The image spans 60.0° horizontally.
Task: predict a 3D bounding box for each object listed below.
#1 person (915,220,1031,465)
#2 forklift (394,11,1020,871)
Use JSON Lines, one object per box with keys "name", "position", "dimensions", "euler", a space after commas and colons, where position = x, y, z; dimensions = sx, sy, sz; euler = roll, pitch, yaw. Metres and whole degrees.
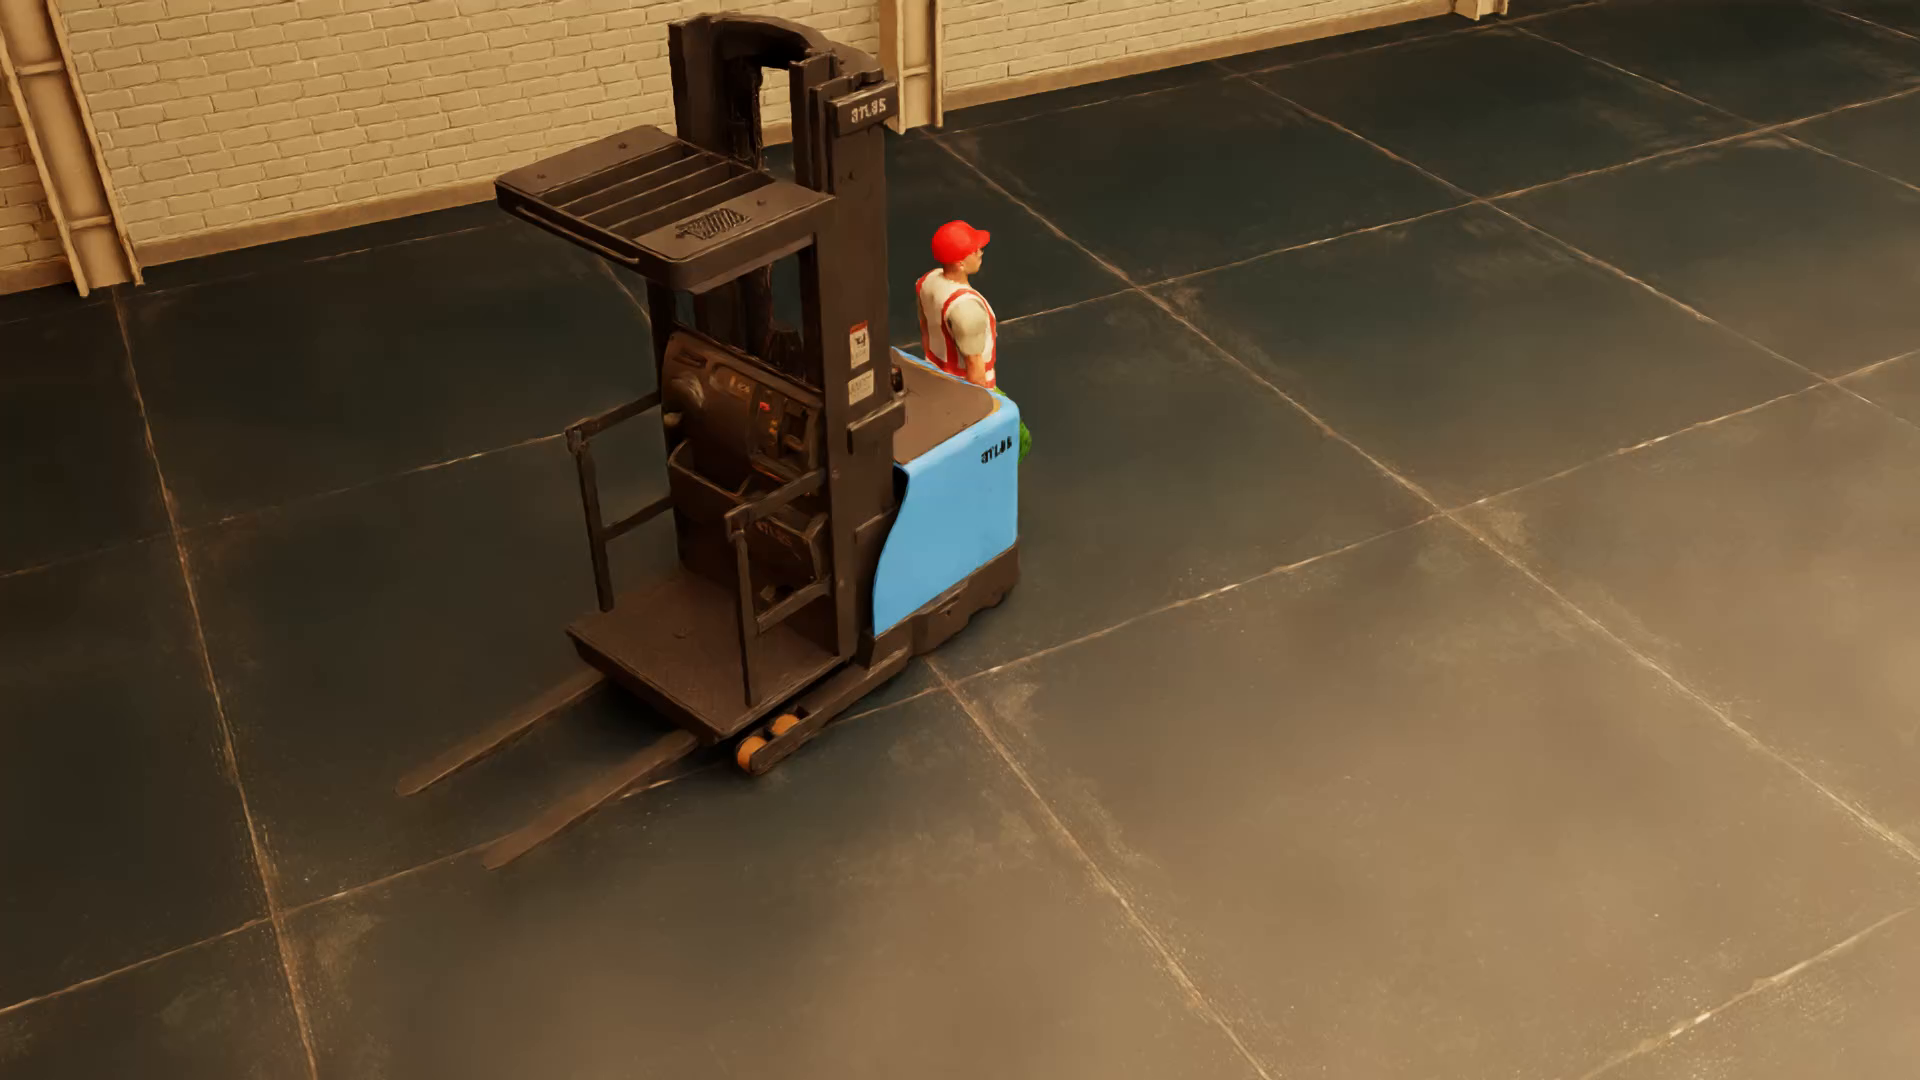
{"name": "person", "position": [0.073, -0.755, 8.178], "dimensions": [0.484, 1.794, 0.540], "euler": [-17, 39, -23]}
{"name": "forklift", "position": [-1.066, -0.510, 6.845], "dimensions": [1.130, 2.935, 3.031], "euler": [27, 44, 33]}
